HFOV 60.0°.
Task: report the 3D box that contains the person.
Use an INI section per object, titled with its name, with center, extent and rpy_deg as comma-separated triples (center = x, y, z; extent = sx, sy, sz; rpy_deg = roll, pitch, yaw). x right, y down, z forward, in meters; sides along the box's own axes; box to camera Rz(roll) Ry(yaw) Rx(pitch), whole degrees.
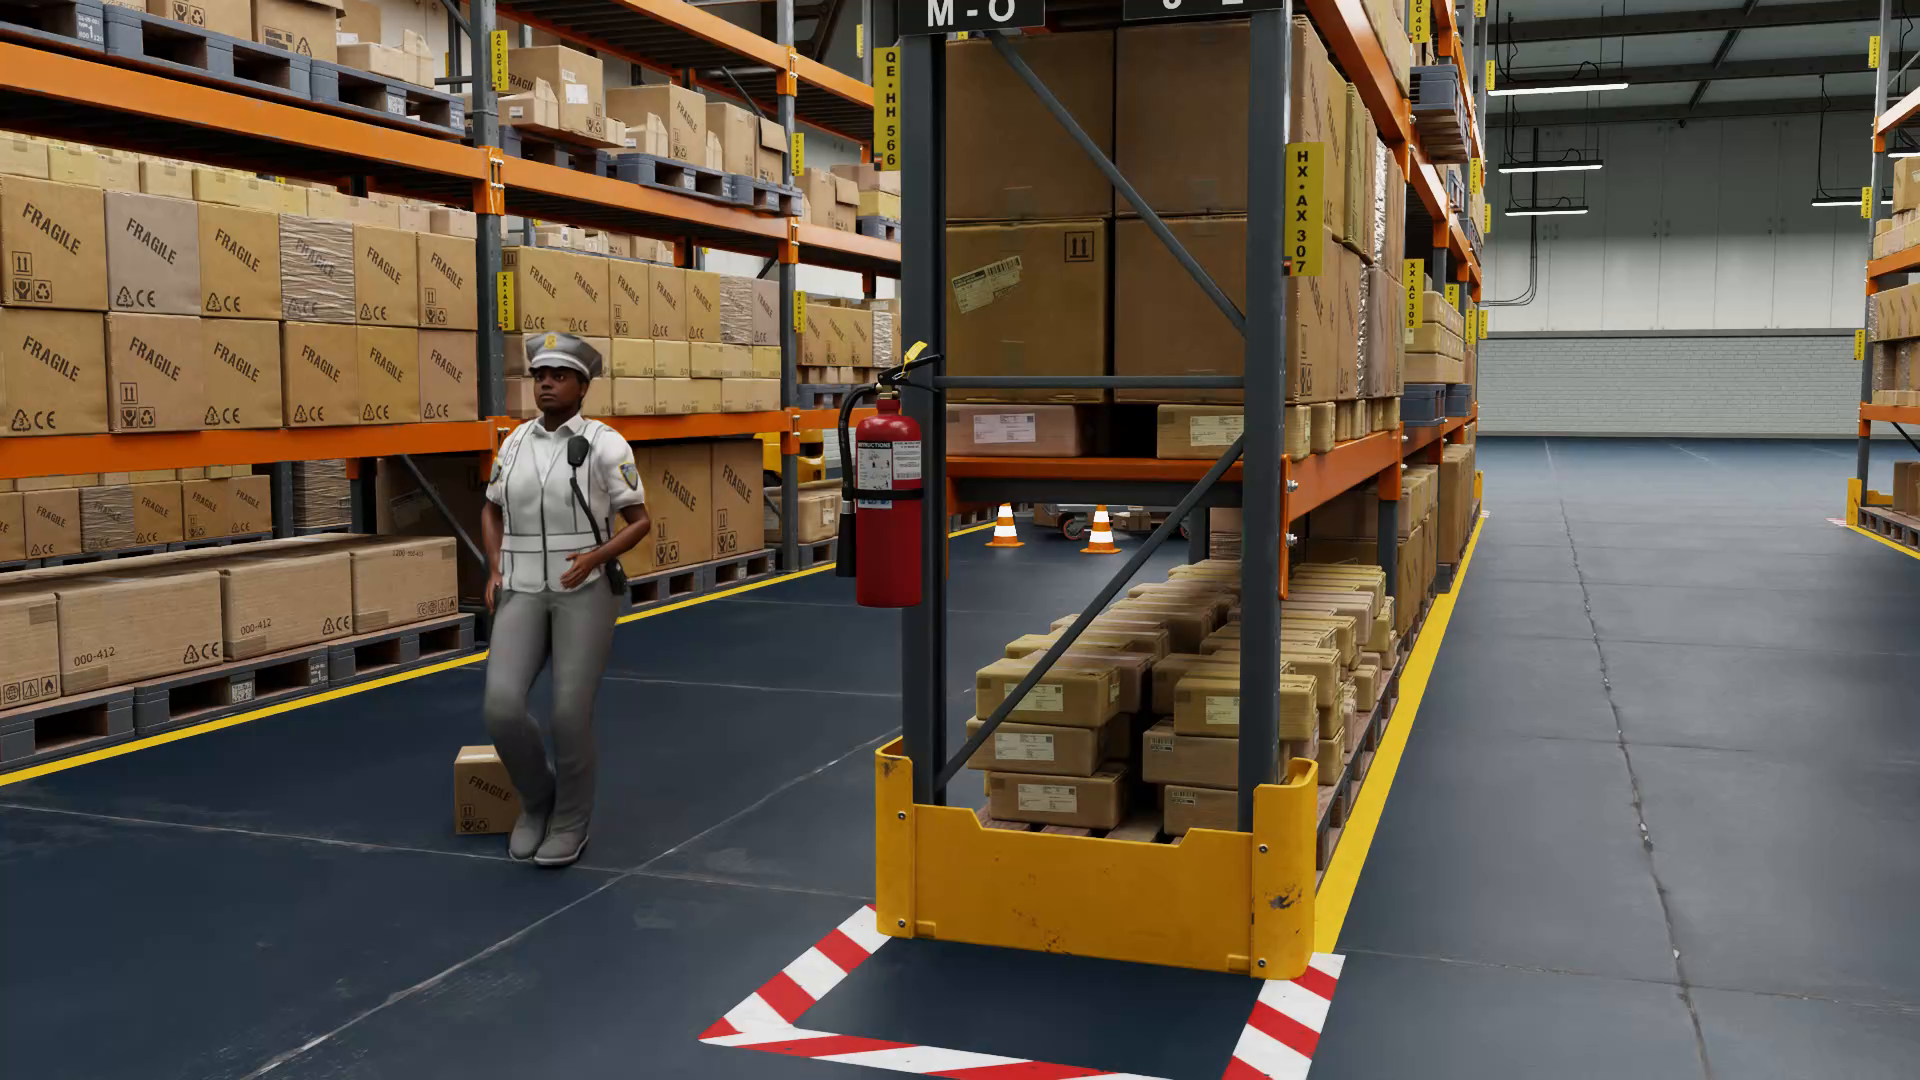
[person]
center = -1.282, 0.185, 5.243
extent = 0.591, 1.680, 0.508
rpy_deg = 1, 5, 6
